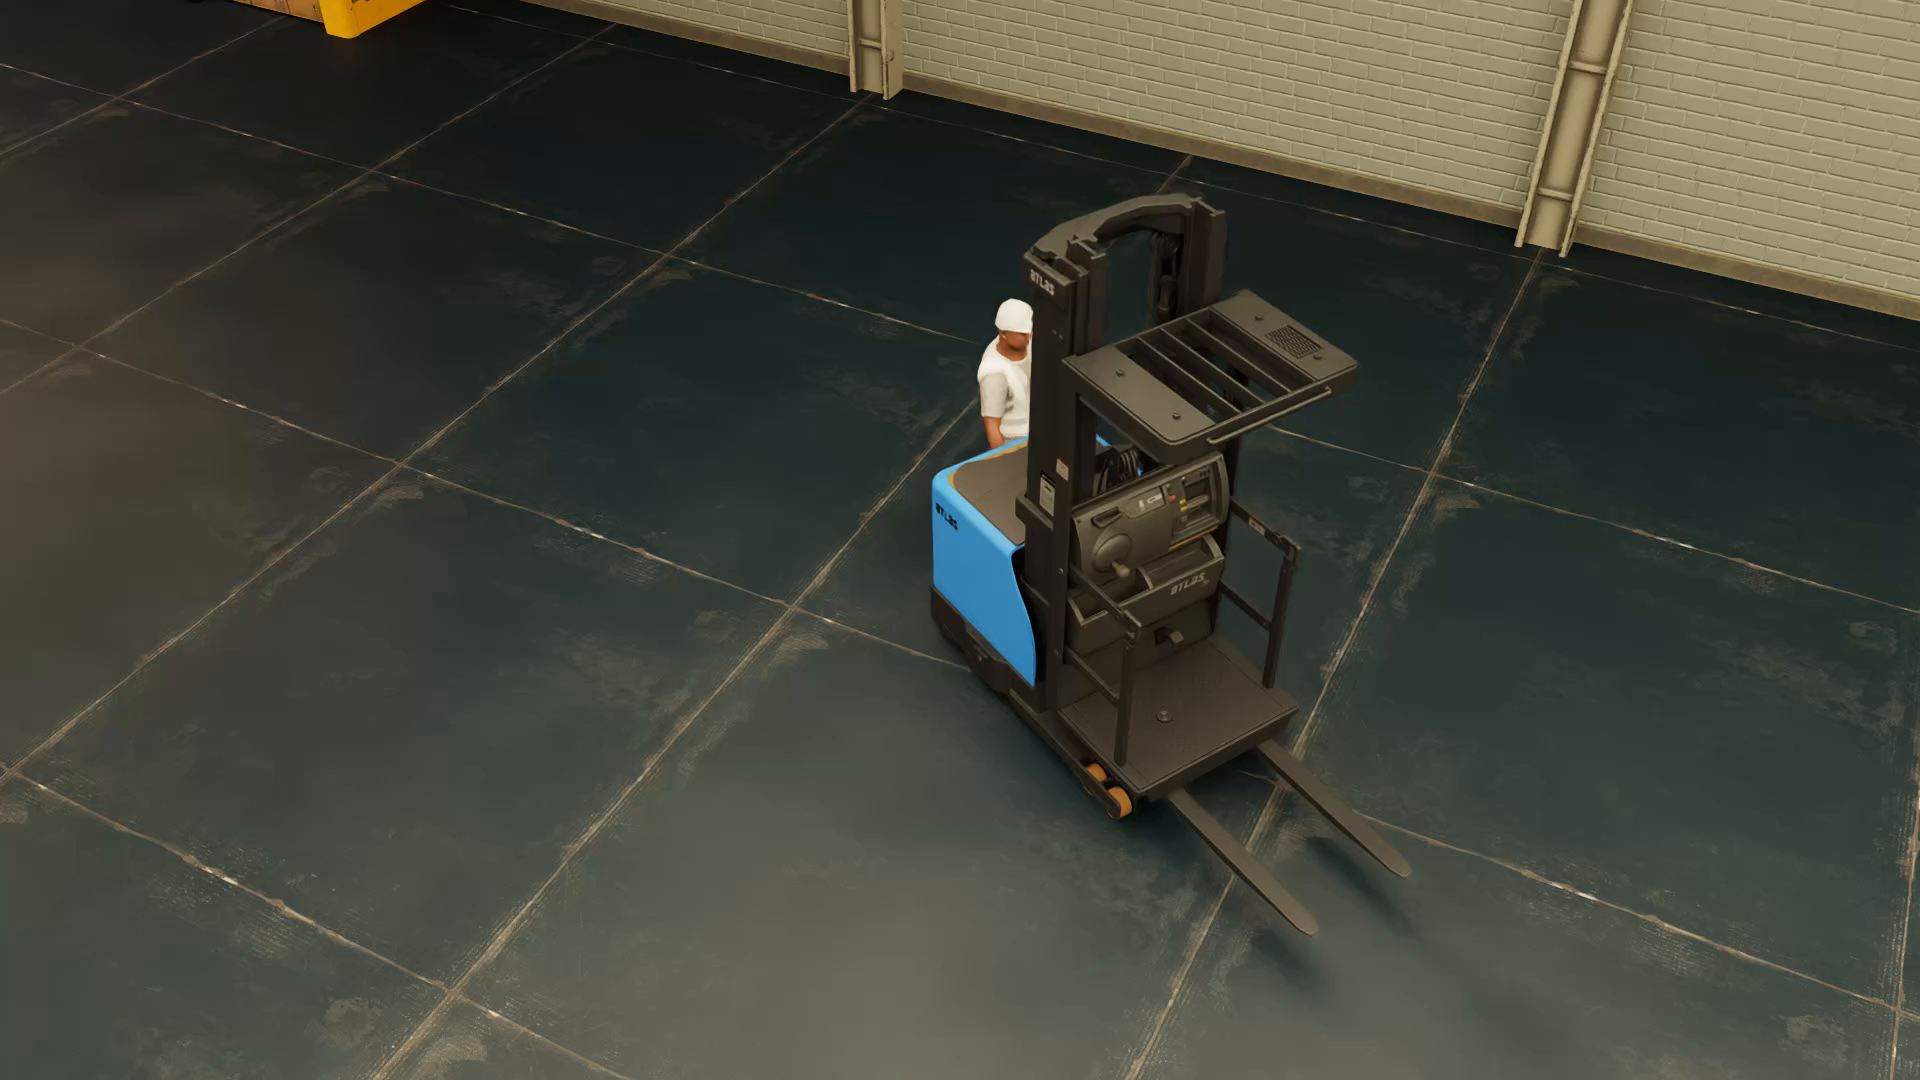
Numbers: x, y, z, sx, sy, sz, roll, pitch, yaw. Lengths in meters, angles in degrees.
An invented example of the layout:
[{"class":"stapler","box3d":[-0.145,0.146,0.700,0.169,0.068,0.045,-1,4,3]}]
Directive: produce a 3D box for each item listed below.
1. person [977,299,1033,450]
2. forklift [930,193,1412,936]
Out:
[{"class":"person","box3d":[0.451,-0.594,9.657,0.757,1.680,0.753,32,50,32]},{"class":"forklift","box3d":[1.066,-0.041,8.035,1.130,2.935,3.031,-23,45,-25]}]
